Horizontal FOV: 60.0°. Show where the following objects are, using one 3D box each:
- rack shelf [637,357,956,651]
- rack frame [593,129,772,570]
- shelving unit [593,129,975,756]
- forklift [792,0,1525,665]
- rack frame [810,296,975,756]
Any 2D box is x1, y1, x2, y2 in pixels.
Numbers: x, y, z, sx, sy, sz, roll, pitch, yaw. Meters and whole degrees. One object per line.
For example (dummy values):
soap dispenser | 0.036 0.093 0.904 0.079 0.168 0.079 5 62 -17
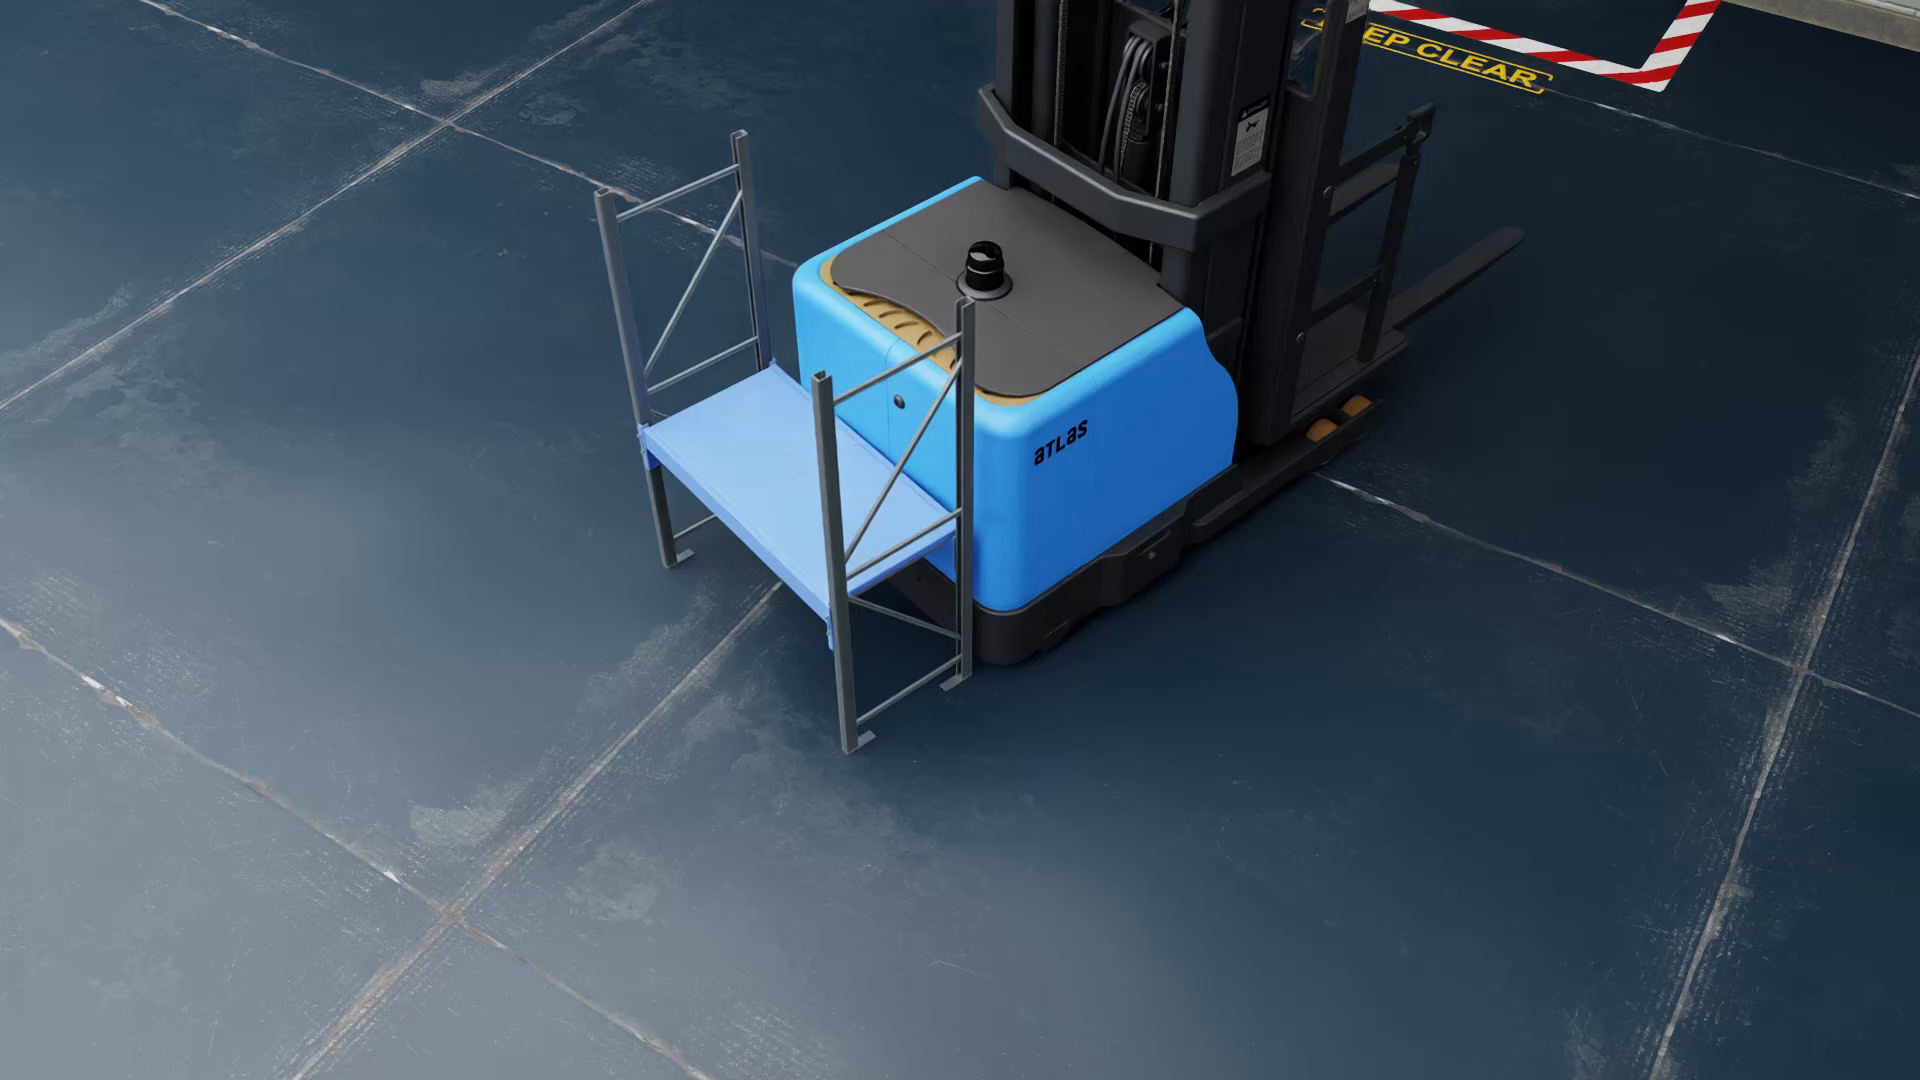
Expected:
rack shelf | -0.487 -0.138 5.089 0.538 0.185 1.000 -31 53 -26
rack frame | -0.812 -0.544 5.233 0.500 1.500 0.032 -31 53 -26
shelving unit | -0.487 -0.263 4.960 0.538 1.500 1.048 -31 53 -26
forklift | 0.906 -1.547 5.209 3.031 2.935 1.130 -33 54 -28
rack frame | -0.163 0.017 4.688 0.500 1.500 0.032 -31 53 -26
